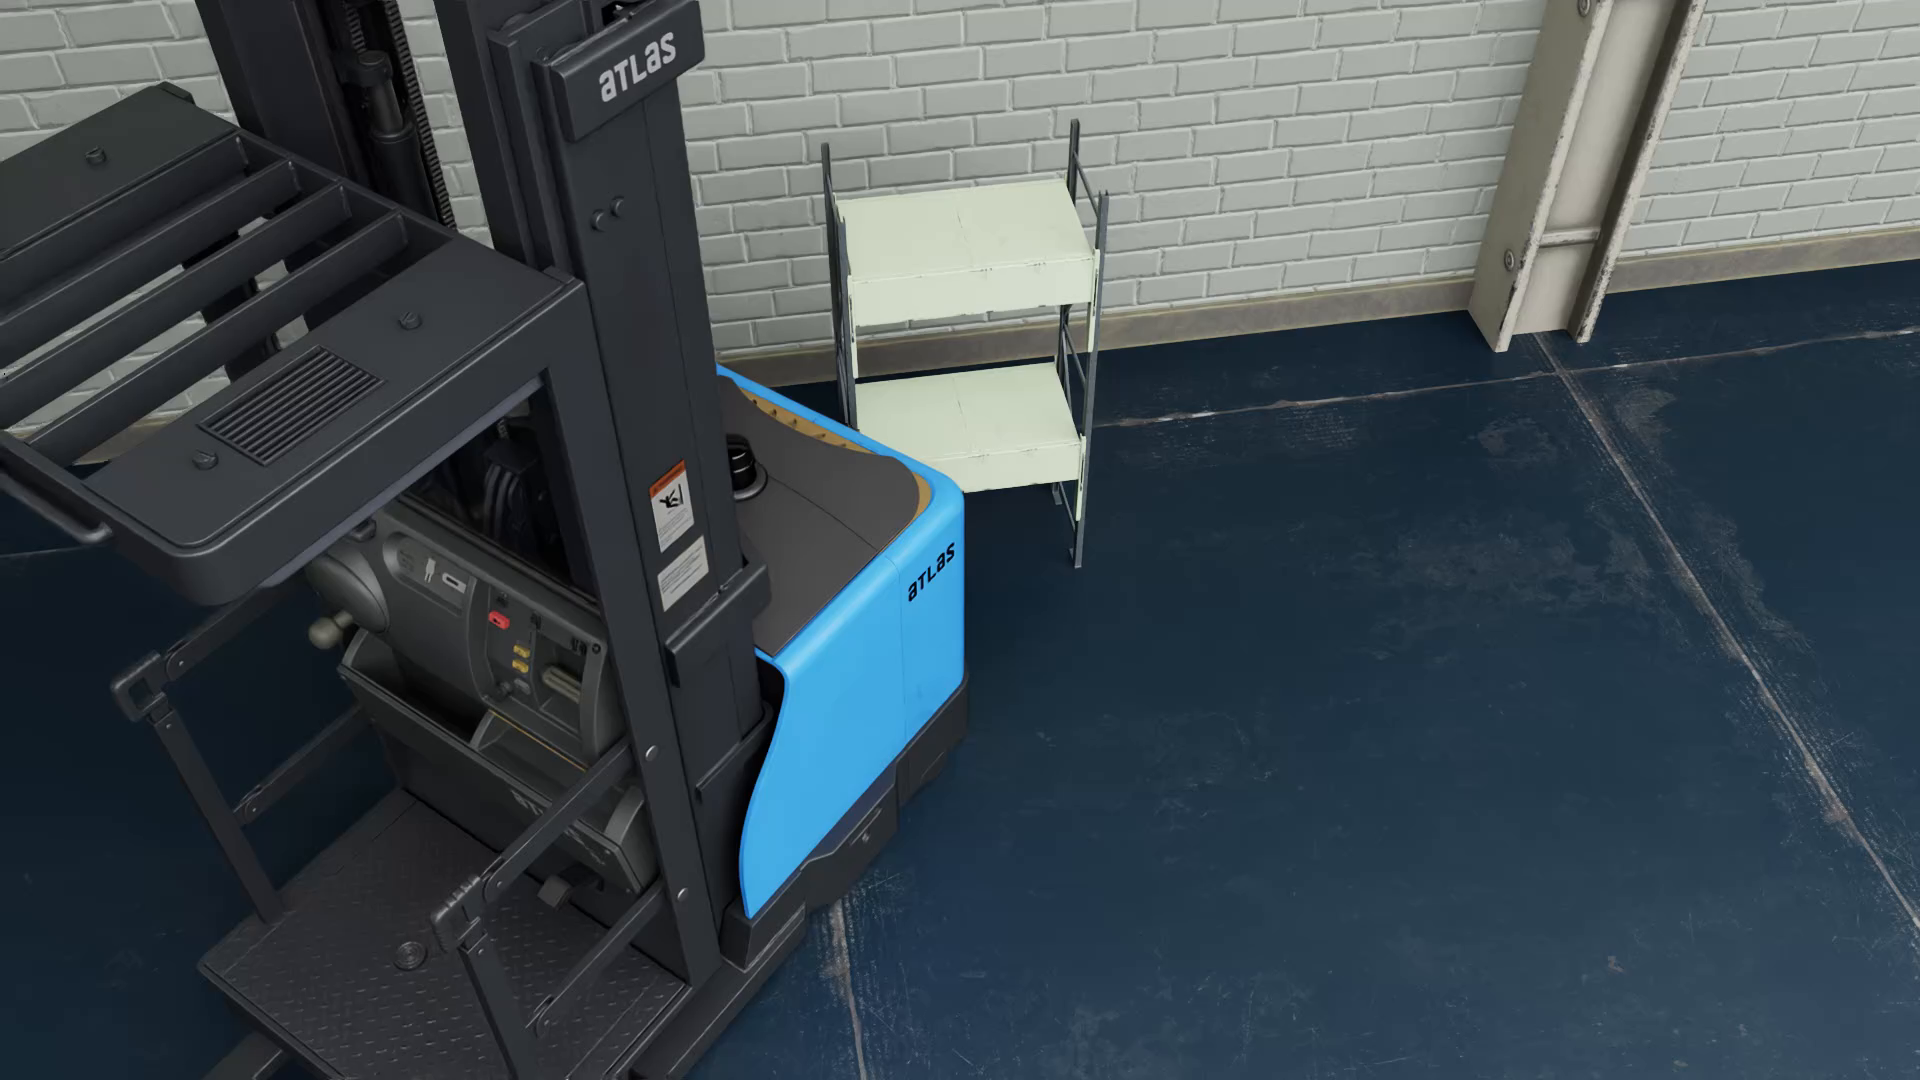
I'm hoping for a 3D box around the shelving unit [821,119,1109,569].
[{"bbox_3d":[0.007,-0.521,5.211,0.755,1.500,0.431,-7,46,-7],"label":"shelving unit"}]

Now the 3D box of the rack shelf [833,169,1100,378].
[{"bbox_3d":[0.007,-0.792,4.930,0.720,0.370,0.431,-7,46,-7],"label":"rack shelf"}]

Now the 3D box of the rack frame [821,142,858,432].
[{"bbox_3d":[-0.354,-0.476,5.167,0.023,1.500,0.400,-7,46,-7],"label":"rack frame"}]

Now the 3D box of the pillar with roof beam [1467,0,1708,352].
[{"bbox_3d":[2.976,-0.930,0.397,0.400,9.000,9.100,-7,46,-7],"label":"pillar with roof beam"}]

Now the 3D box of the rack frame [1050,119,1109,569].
[{"bbox_3d":[0.367,-0.566,5.254,0.023,1.500,0.400,-7,46,-7],"label":"rack frame"}]

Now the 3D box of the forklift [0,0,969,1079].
[{"bbox_3d":[-1.228,0.251,3.473,1.130,2.935,3.031,27,52,23],"label":"forklift"}]

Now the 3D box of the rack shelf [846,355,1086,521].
[{"bbox_3d":[0.007,-0.295,5.445,0.720,0.370,0.431,-7,46,-7],"label":"rack shelf"}]
